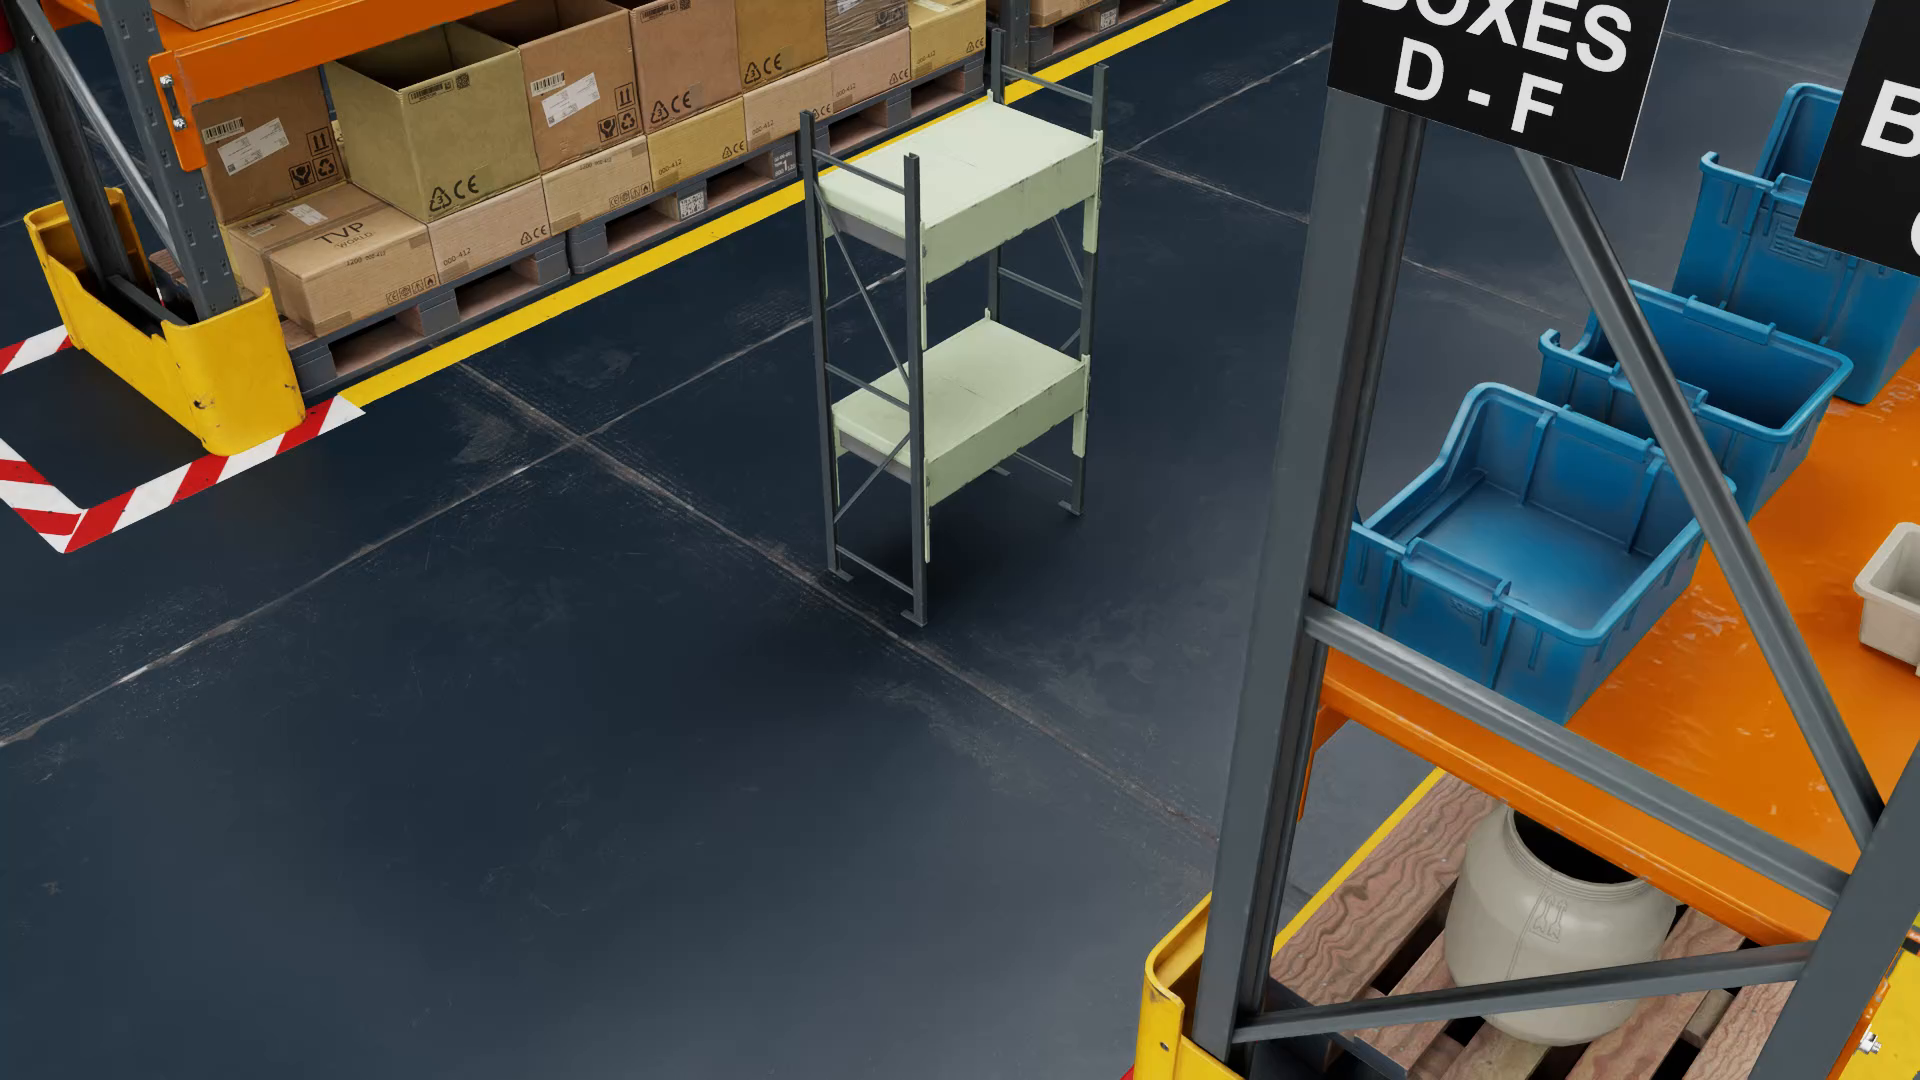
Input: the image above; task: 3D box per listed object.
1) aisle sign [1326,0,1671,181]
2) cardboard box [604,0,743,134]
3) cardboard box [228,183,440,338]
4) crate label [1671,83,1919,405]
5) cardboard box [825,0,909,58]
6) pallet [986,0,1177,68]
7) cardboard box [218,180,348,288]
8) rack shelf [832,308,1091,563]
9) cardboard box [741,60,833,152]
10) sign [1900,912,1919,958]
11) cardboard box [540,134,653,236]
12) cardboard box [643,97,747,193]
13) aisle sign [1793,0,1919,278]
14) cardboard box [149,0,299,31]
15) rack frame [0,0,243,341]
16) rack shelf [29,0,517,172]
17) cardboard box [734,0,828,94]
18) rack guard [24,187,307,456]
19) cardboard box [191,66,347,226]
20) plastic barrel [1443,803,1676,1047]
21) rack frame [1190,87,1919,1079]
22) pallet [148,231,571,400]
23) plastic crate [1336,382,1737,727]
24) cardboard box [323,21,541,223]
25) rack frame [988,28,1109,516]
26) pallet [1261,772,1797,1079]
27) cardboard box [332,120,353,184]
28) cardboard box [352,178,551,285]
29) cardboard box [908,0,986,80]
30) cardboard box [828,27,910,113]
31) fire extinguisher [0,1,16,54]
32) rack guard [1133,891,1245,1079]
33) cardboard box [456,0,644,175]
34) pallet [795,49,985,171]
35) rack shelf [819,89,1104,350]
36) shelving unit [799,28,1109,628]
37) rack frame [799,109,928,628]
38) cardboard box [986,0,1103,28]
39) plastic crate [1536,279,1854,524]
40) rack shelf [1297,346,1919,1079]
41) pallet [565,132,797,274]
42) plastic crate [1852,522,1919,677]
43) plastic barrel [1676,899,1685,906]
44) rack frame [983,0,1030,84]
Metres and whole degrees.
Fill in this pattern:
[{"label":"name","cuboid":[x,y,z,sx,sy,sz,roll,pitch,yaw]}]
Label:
[{"label":"aisle sign","cuboid":[0.611,-0.802,1.759,0.394,0.787,0.004,30,47,32]},{"label":"cardboard box","cuboid":[-1.236,-1.997,6.620,0.500,0.500,0.500,30,47,32]},{"label":"cardboard box","cuboid":[-2.249,-1.015,5.988,0.500,0.250,0.500,30,47,32]},{"label":"crate label","cuboid":[1.920,-0.665,3.648,0.502,0.435,0.616,30,47,32]},{"label":"cardboard box","cuboid":[-0.574,-2.464,7.208,0.500,0.500,0.500,30,47,32]},{"label":"pallet","cuboid":[0.391,-2.875,8.696,1.003,0.211,1.213,30,47,32]},{"label":"cardboard box","cuboid":[-2.632,-1.233,6.262,0.500,0.250,0.500,30,47,32]},{"label":"rack shelf","cuboid":[-0.005,-0.329,4.982,0.431,0.370,0.720,30,47,32]},{"label":"cardboard box","cuboid":[-0.899,-1.934,7.143,0.500,0.250,0.500,30,47,32]},{"label":"sign","cuboid":[1.281,0.432,2.074,0.100,0.325,0.005,30,47,32]},{"label":"cardboard box","cuboid":[-1.577,-1.476,6.568,0.500,0.250,0.500,30,47,32]},{"label":"cardboard box","cuboid":[-1.236,-1.704,6.854,0.500,0.250,0.500,30,47,32]},{"label":"aisle sign","cuboid":[1.046,-0.554,1.448,0.394,0.787,0.004,30,47,32]},{"label":"cardboard box","cuboid":[-2.451,-2.022,5.303,0.700,0.500,0.500,30,47,32]},{"label":"rack frame","cuboid":[-2.775,-1.774,5.071,1.000,3.000,0.127,30,47,32]},{"label":"rack shelf","cuboid":[-1.426,-2.411,6.450,1.077,0.370,4.000,30,47,32]},{"label":"cardboard box","cuboid":[-0.909,-2.232,6.917,0.500,0.500,0.500,30,47,32]},{"label":"rack guard","cuboid":[-2.792,-0.785,5.835,1.175,0.500,0.348,30,47,32]},{"label":"cardboard box","cuboid":[-2.633,-1.527,6.030,0.500,0.500,0.500,30,47,32]},{"label":"plastic barrel","cuboid":[1.266,0.782,3.517,0.421,0.512,0.421,0,38,0]},{"label":"rack frame","cuboid":[0.881,0.309,2.451,0.949,2.616,0.053,30,47,32]},{"label":"pallet","cuboid":[-2.290,-1.052,6.403,1.003,0.211,1.213,30,47,32]},{"label":"plastic crate","cuboid":[0.995,0.010,2.947,0.499,0.251,0.616,30,47,32]},{"label":"cardboard box","cuboid":[-1.914,-1.539,6.045,0.500,0.500,0.500,30,47,32]},{"label":"rack frame","cuboid":[0.242,-0.752,4.991,0.400,1.500,0.023,30,47,32]},{"label":"pallet","cuboid":[1.447,0.973,3.856,1.003,0.211,1.213,30,47,32]},{"label":"cardboard box","cuboid":[-2.303,-1.467,6.557,0.500,0.250,0.500,30,47,32]},{"label":"cardboard box","cuboid":[-1.915,-1.246,6.279,0.500,0.250,0.500,30,47,32]},{"label":"cardboard box","cuboid":[-0.228,-2.395,7.724,0.500,0.250,0.500,30,47,32]},{"label":"cardboard box","cuboid":[-0.573,-2.169,7.440,0.500,0.250,0.500,30,47,32]},{"label":"fire extinguisher","cuboid":[-3.198,-1.885,5.272,0.296,0.674,0.183,30,47,32]},{"label":"rack guard","cuboid":[0.895,1.231,3.300,1.175,0.500,0.348,30,47,32]},{"label":"cardboard box","cuboid":[-1.586,-1.774,6.341,0.500,0.500,0.500,30,47,32]},{"label":"pallet","cuboid":[-0.644,-2.173,7.812,1.003,0.211,1.213,30,47,32]},{"label":"rack shelf","cuboid":[-0.004,-0.889,4.536,0.431,0.370,0.720,30,47,32]},{"label":"shelving unit","cuboid":[-0.004,-0.584,4.779,0.431,1.500,0.755,30,47,32]},{"label":"rack frame","cuboid":[-0.251,-0.416,4.568,0.400,1.500,0.023,30,47,32]},{"label":"cardboard box","cuboid":[0.378,-2.781,8.209,0.500,0.250,0.500,28,47,31]},{"label":"plastic crate","cuboid":[1.437,-0.286,3.319,0.499,0.251,0.408,30,47,32]},{"label":"rack shelf","cuboid":[2.228,-0.330,3.833,1.077,0.370,4.000,30,47,32]},{"label":"pallet","cuboid":[-1.467,-1.609,7.104,1.003,0.211,1.213,30,47,32]},{"label":"plastic crate","cuboid":[1.720,0.135,2.882,0.298,0.136,0.250,30,47,32]},{"label":"plastic barrel","cuboid":[1.604,0.552,3.807,0.421,0.512,0.421,0,38,0]},{"label":"rack frame","cuboid":[-0.077,-3.612,7.382,1.000,3.000,0.127,30,47,32]}]
